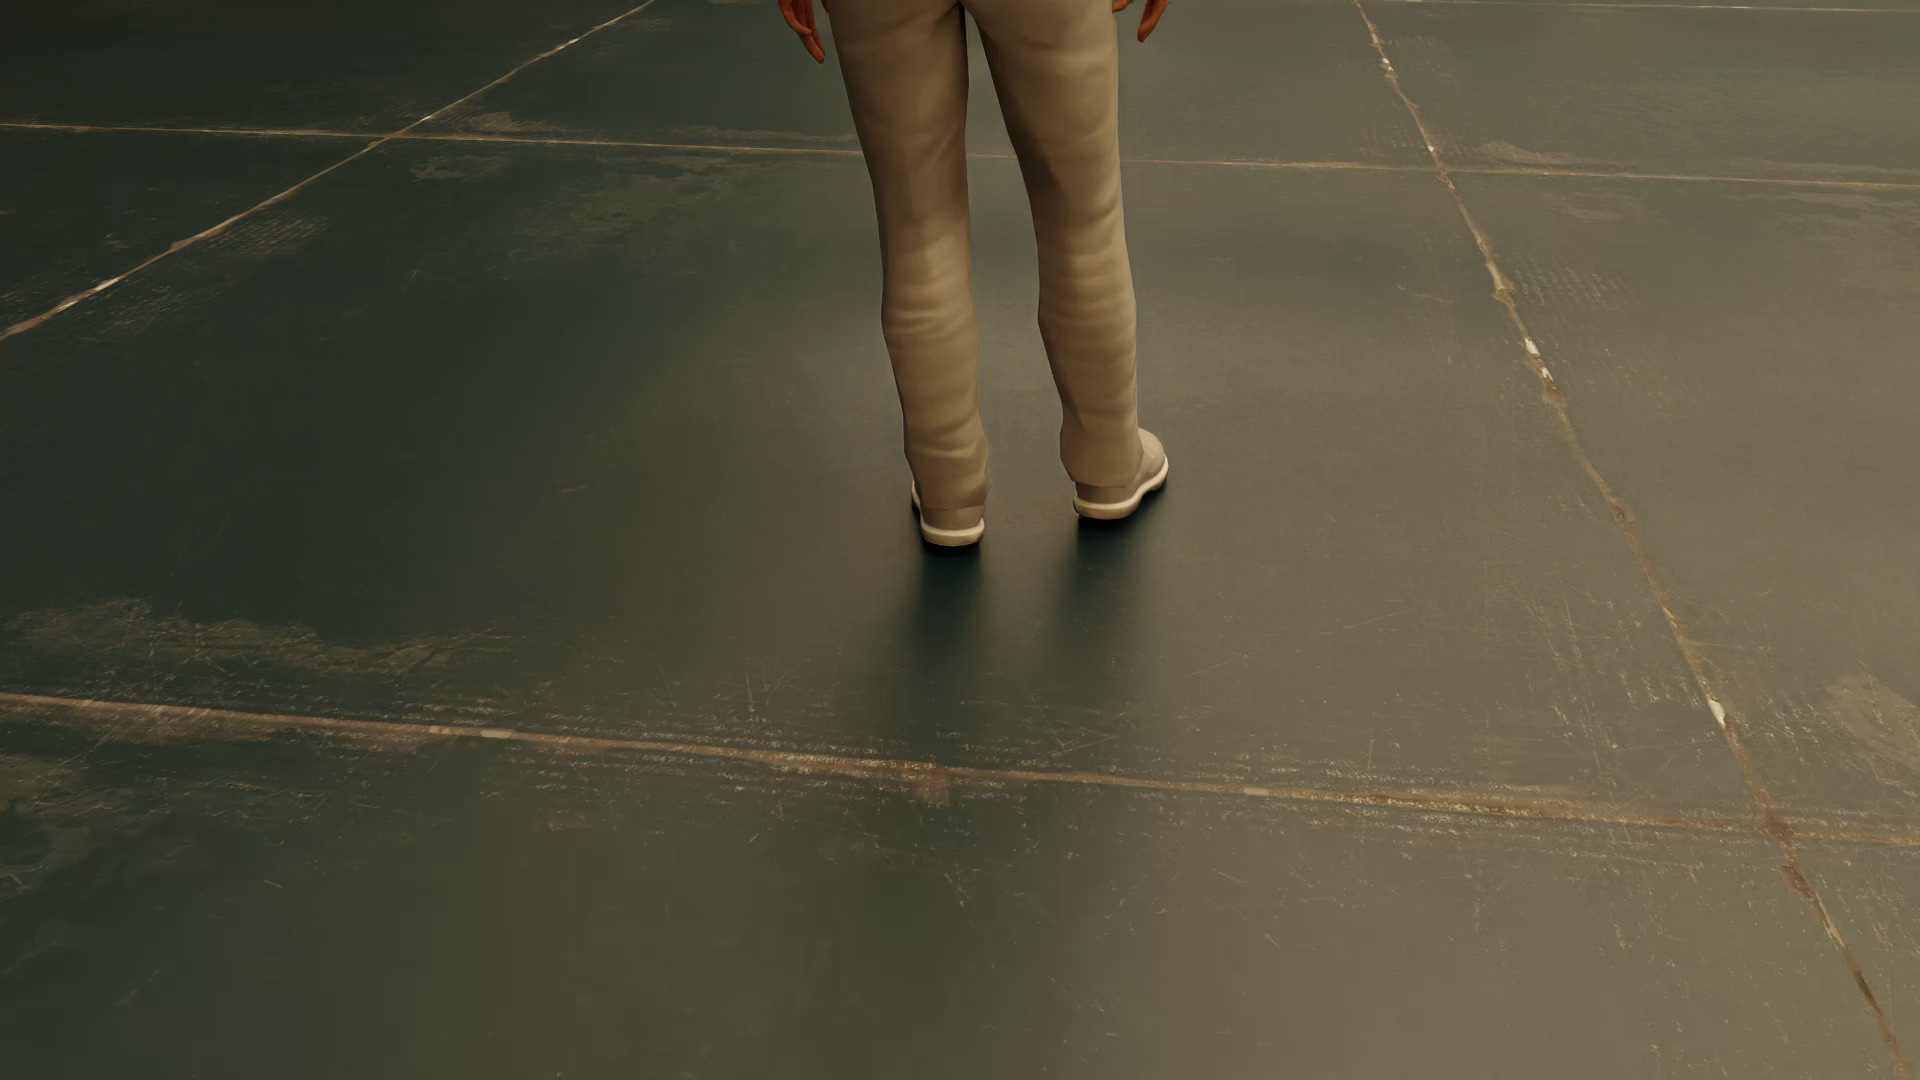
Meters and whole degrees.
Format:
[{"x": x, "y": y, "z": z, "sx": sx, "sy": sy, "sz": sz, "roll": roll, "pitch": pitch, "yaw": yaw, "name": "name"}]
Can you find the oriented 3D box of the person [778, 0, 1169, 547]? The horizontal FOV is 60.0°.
[{"x": 0.030, "y": -0.797, "z": 2.183, "sx": 0.569, "sy": 1.695, "sz": 0.528, "roll": 3, "pitch": 27, "yaw": 7, "name": "person"}]
